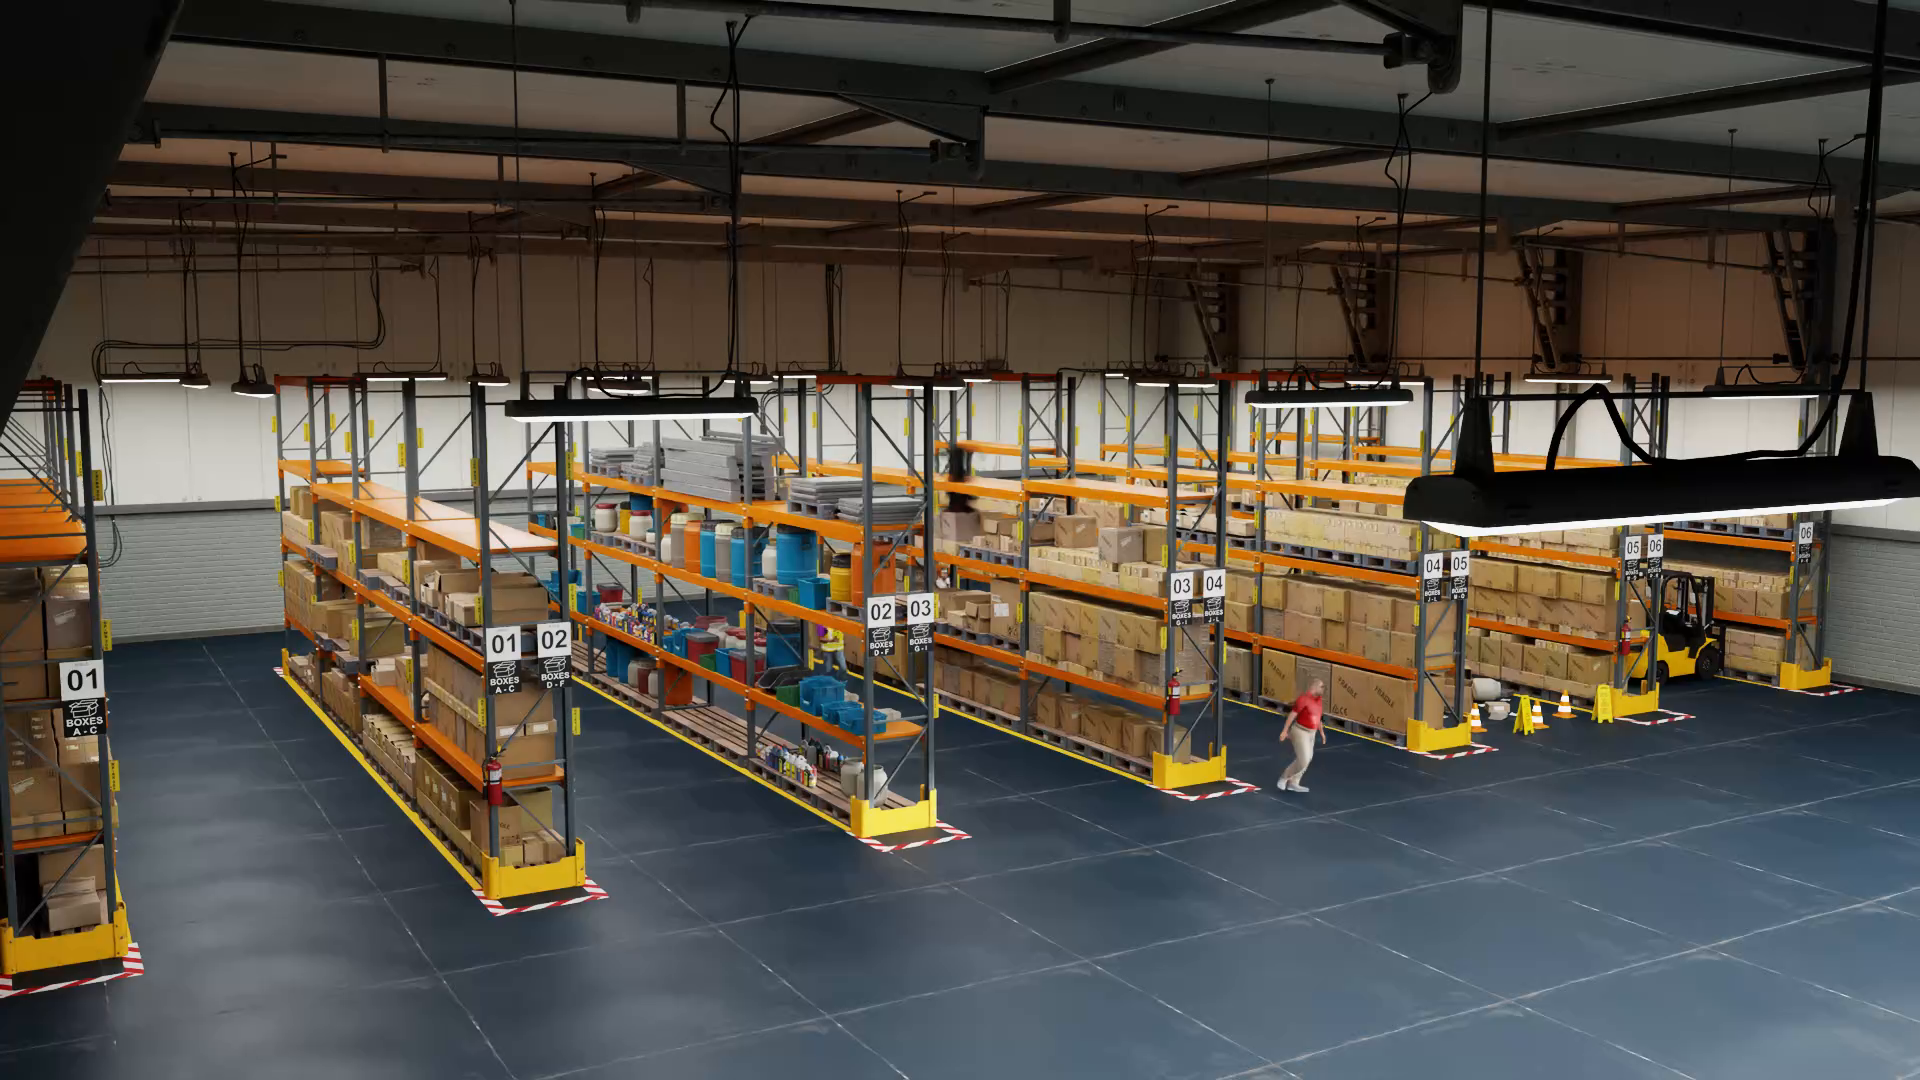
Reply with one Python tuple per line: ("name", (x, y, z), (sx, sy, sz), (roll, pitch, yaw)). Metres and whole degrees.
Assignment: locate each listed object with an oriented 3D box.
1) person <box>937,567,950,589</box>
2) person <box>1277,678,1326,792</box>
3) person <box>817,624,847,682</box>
("person", (-0.427, 1.407, 37.930), (0.723, 1.628, 0.640), (0, 6, 0))
("person", (4.986, 2.849, 24.265), (0.561, 1.697, 0.707), (5, 8, 39))
("person", (-2.356, 2.082, 30.888), (0.664, 1.812, 0.830), (-4, 7, -30))
